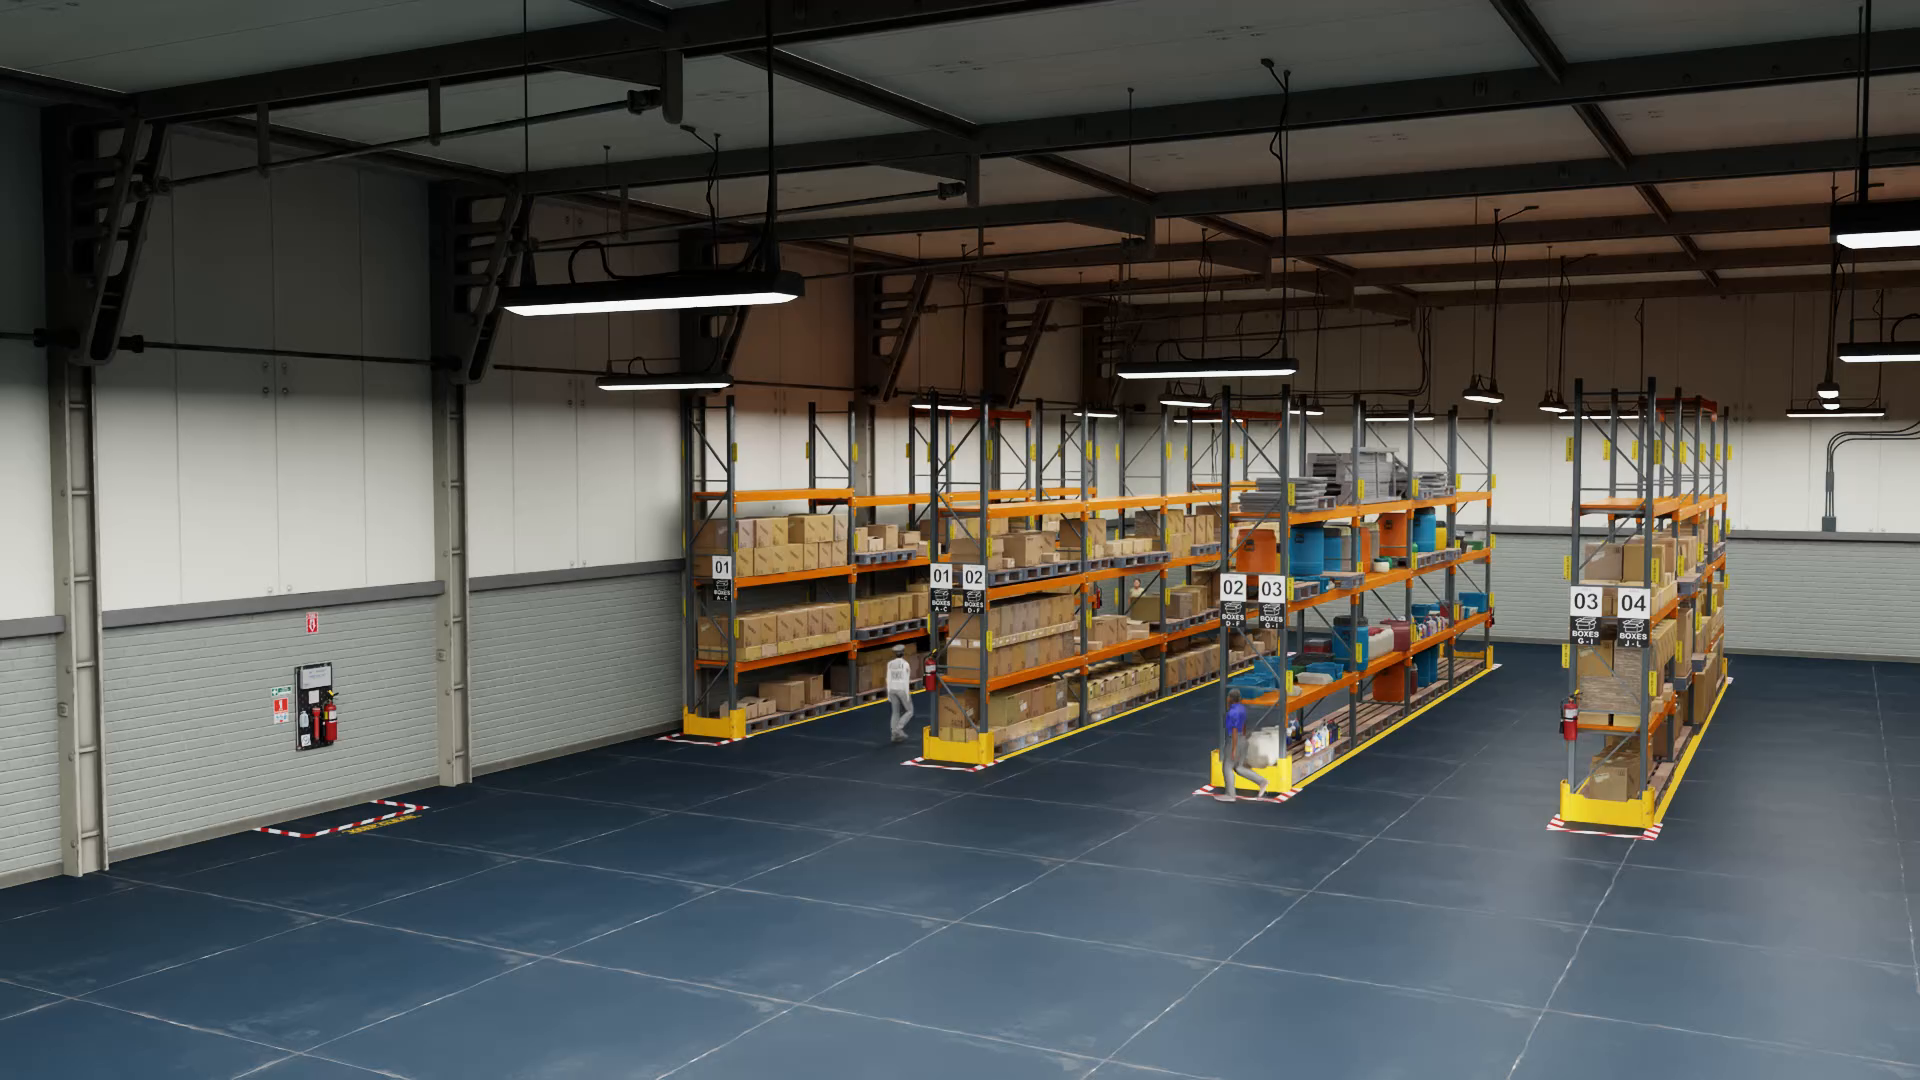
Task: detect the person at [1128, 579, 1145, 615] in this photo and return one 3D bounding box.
[{"bbox_3d":[4.742,1.887,44.539,0.453,1.489,1.106,0,3,1],"label":"person"}]

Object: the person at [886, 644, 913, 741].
[{"bbox_3d":[-1.075,2.642,28.782,0.519,1.676,0.448,2,4,36],"label":"person"}]

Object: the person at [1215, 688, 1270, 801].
[{"bbox_3d":[4.032,2.925,23.748,0.759,1.624,0.468,1,3,21],"label":"person"}]
